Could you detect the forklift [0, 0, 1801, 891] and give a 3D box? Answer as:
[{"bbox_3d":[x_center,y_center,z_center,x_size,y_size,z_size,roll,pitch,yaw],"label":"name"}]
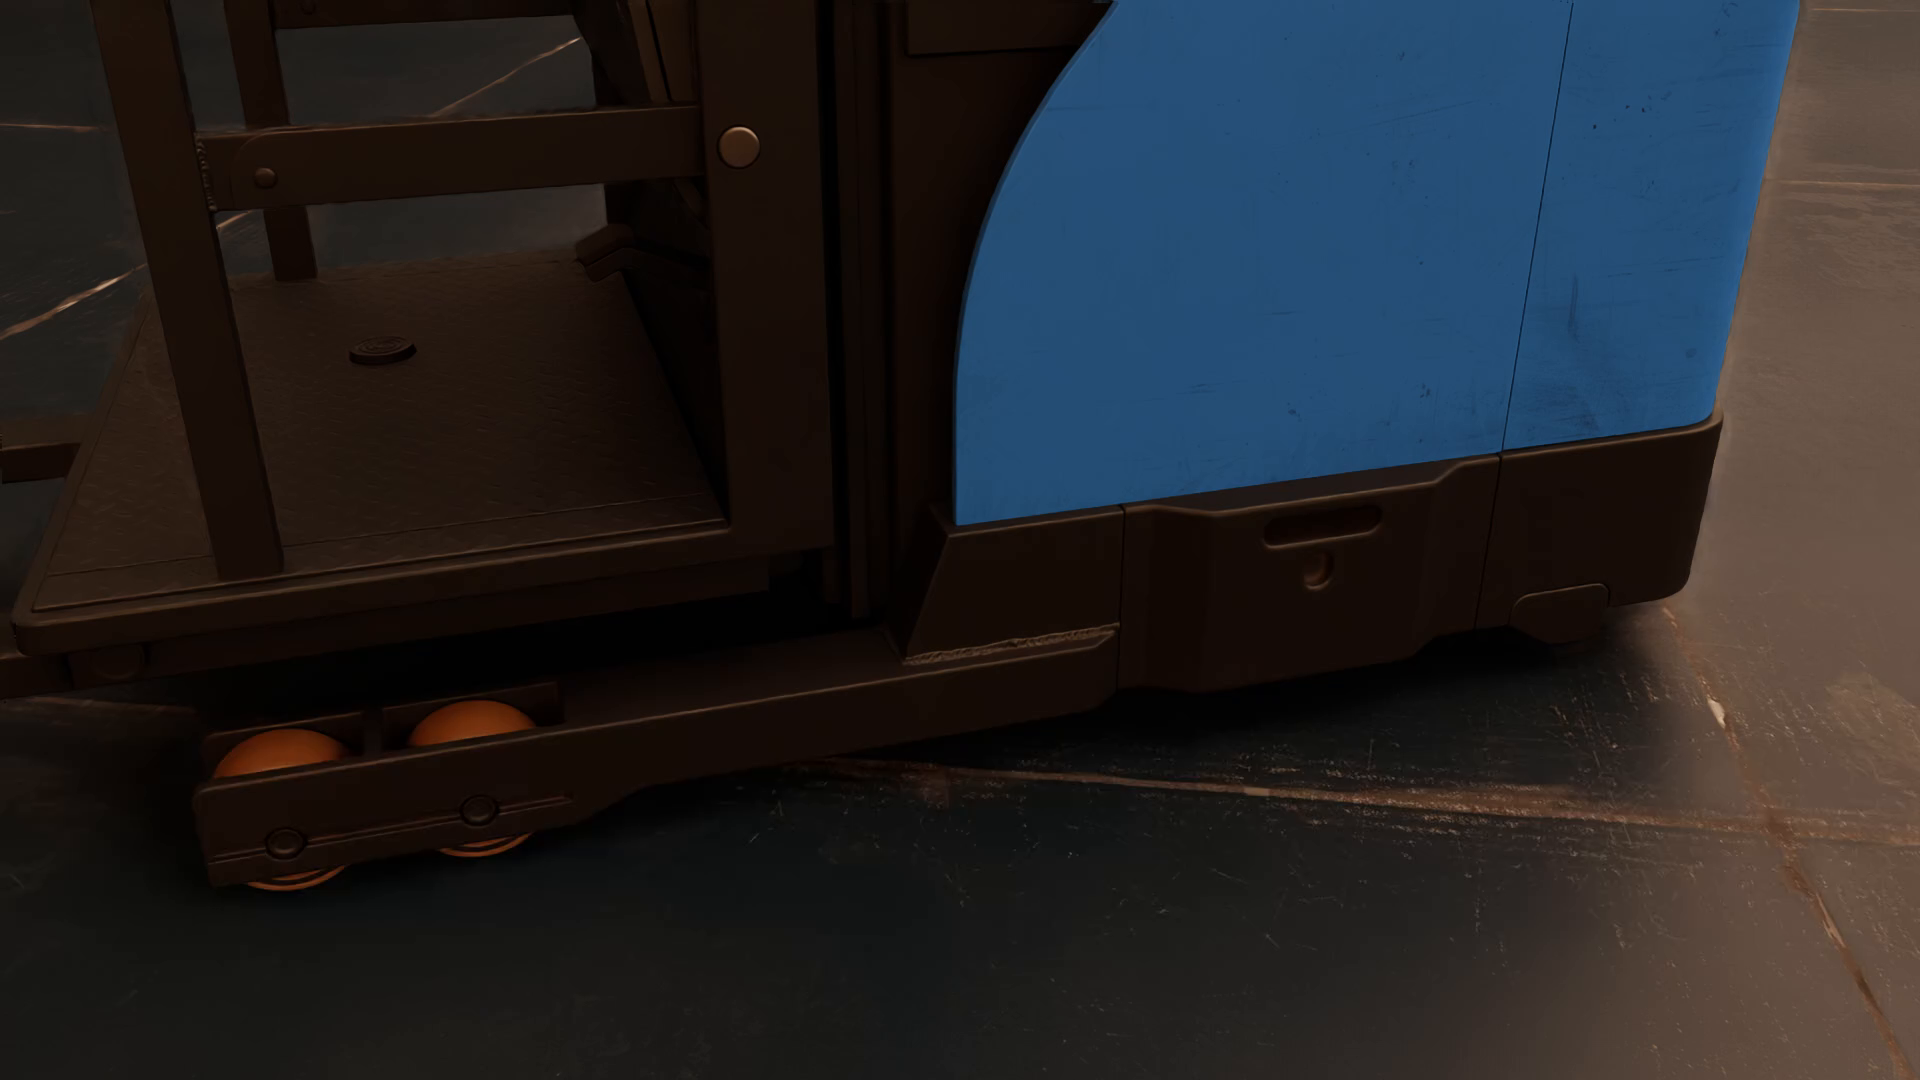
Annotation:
[{"bbox_3d":[-0.589,-1.205,1.633,3.031,2.935,1.130,-8,28,-15],"label":"forklift"}]
